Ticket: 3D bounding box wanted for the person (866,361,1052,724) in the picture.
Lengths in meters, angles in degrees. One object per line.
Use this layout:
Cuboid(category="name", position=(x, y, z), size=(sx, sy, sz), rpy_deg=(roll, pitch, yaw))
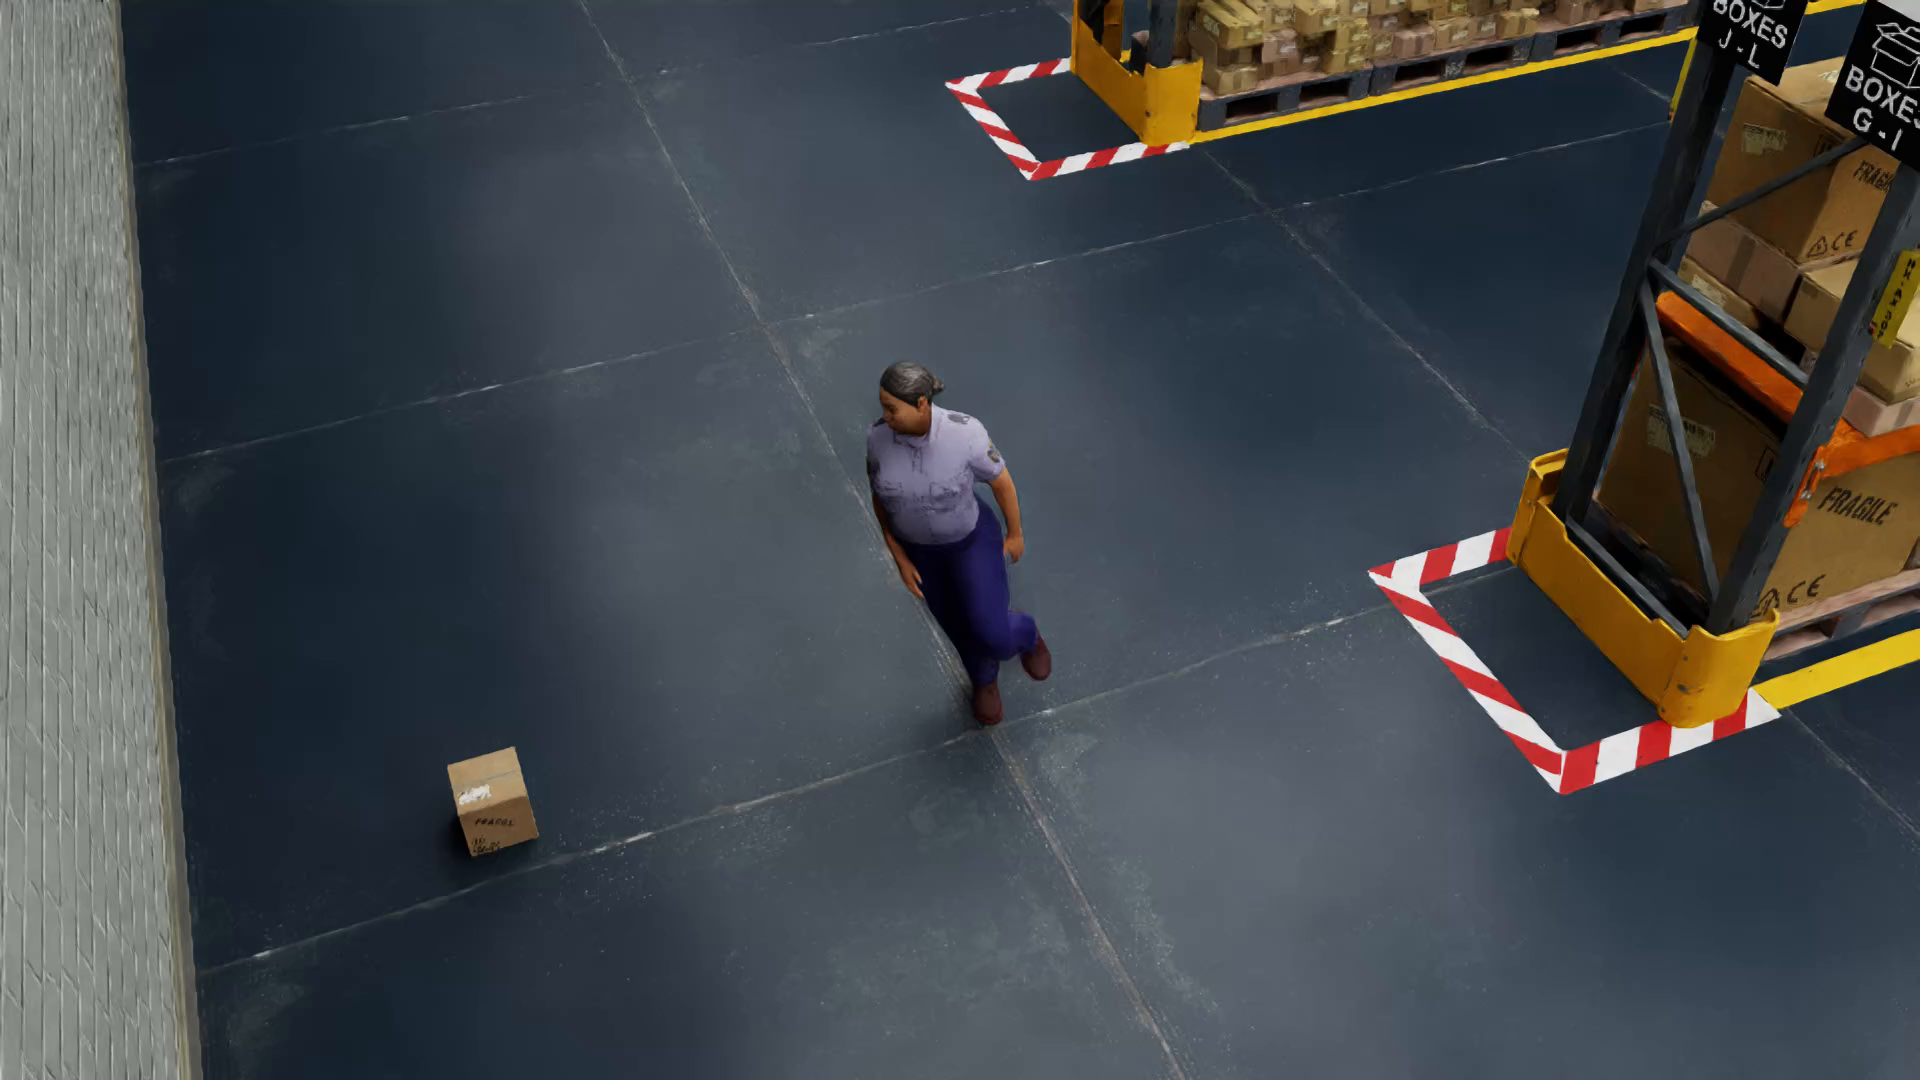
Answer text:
Cuboid(category="person", position=(-0.001, 0.037, 6.142), size=(0.698, 1.595, 0.490), rpy_deg=(8, 43, 8))
